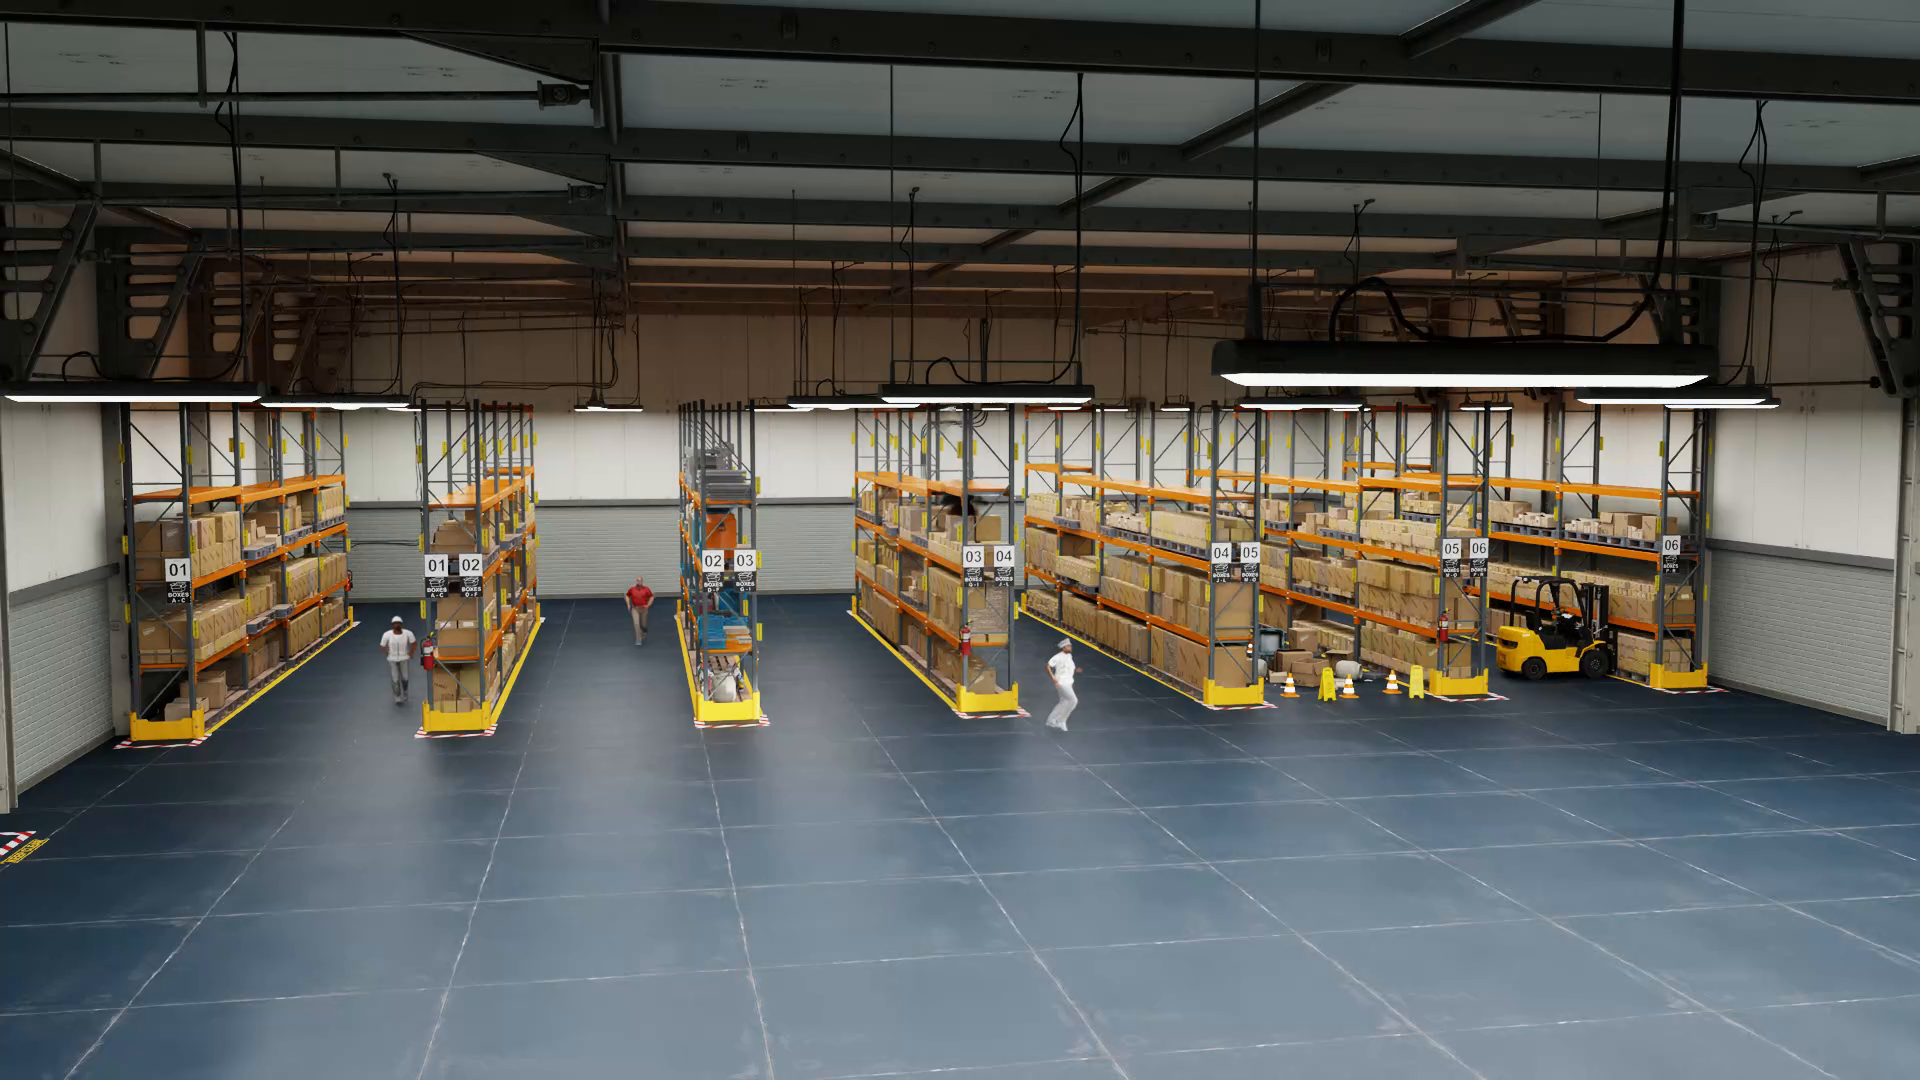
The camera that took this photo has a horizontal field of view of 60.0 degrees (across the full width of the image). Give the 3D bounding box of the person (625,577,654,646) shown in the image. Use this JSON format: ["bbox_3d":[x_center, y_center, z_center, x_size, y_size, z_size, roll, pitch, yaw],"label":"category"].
[{"bbox_3d":[-7.984,1.759,41.418,0.698,1.693,0.855,-1,4,-9],"label":"person"}]

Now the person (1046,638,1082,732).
[{"bbox_3d":[1.879,2.613,30.116,0.696,1.686,0.563,2,5,29],"label":"person"}]

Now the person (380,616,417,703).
[{"bbox_3d":[-11.083,2.370,32.839,0.686,1.721,0.591,-1,5,-19],"label":"person"}]

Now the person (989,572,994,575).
[{"bbox_3d":[0.824,1.339,47.429,0.591,1.635,0.713,0,4,-1],"label":"person"}]
